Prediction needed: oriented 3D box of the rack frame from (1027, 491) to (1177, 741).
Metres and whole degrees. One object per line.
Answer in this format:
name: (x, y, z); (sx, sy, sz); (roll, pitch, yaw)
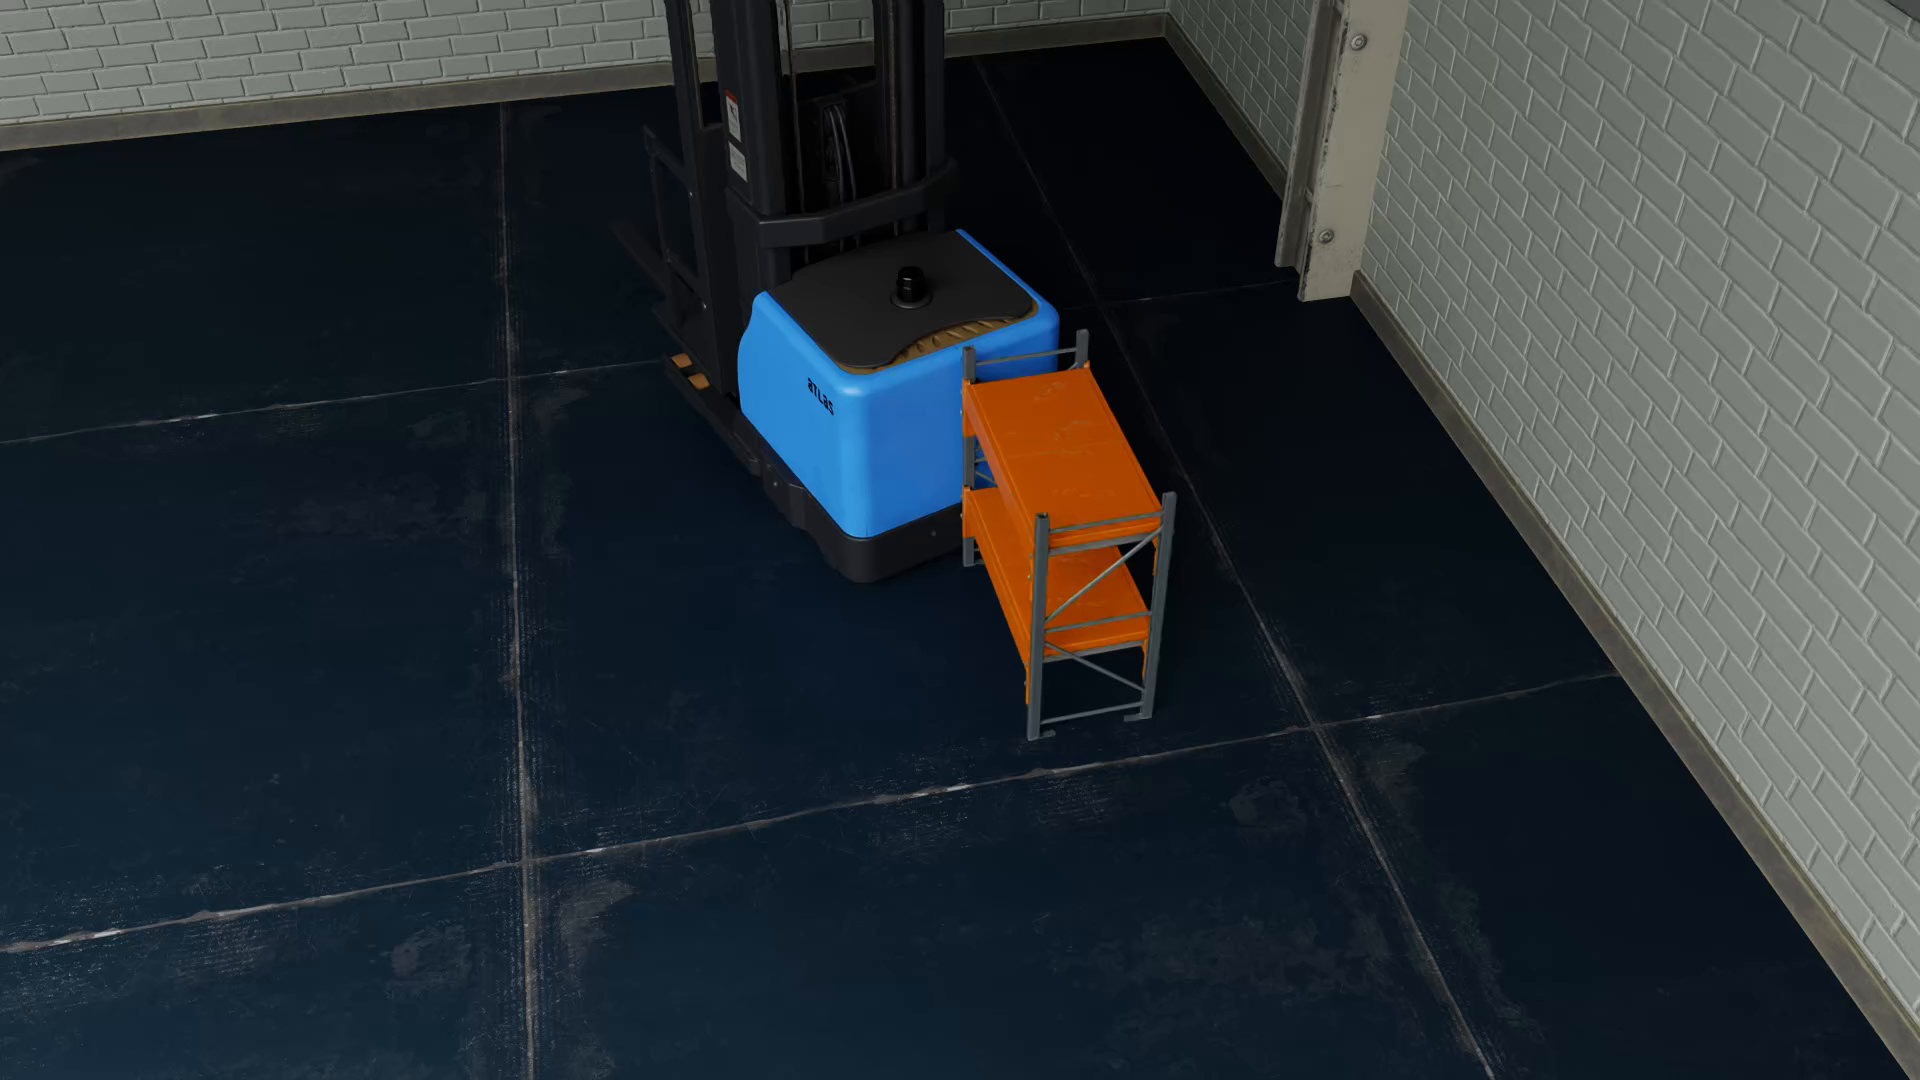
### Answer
rack frame: (0.502, 0.302, 6.063); (0.500, 1.125, 0.032); (-9, 42, -10)

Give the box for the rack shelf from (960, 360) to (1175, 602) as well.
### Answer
rack shelf: (0.380, -0.245, 6.237); (0.538, 0.278, 1.000); (-9, 42, -10)

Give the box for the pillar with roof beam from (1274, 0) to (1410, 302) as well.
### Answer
pillar with roof beam: (-2.325, -4.138, 5.133); (9.100, 9.000, 0.400); (-8, 42, -9)

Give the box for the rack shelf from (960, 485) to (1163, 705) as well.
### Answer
rack shelf: (0.380, 0.157, 6.594); (0.538, 0.278, 1.000); (-9, 42, -10)

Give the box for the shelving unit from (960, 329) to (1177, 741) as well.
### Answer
shelving unit: (0.380, -0.026, 6.432); (0.538, 1.125, 1.048); (-9, 42, -10)

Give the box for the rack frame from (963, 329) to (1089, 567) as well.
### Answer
rack frame: (0.257, -0.353, 6.801); (0.500, 1.125, 0.032); (-9, 42, -10)

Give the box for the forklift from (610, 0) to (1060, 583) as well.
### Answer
forklift: (-0.779, -1.873, 7.153); (1.130, 2.935, 3.031); (-22, 46, -23)
